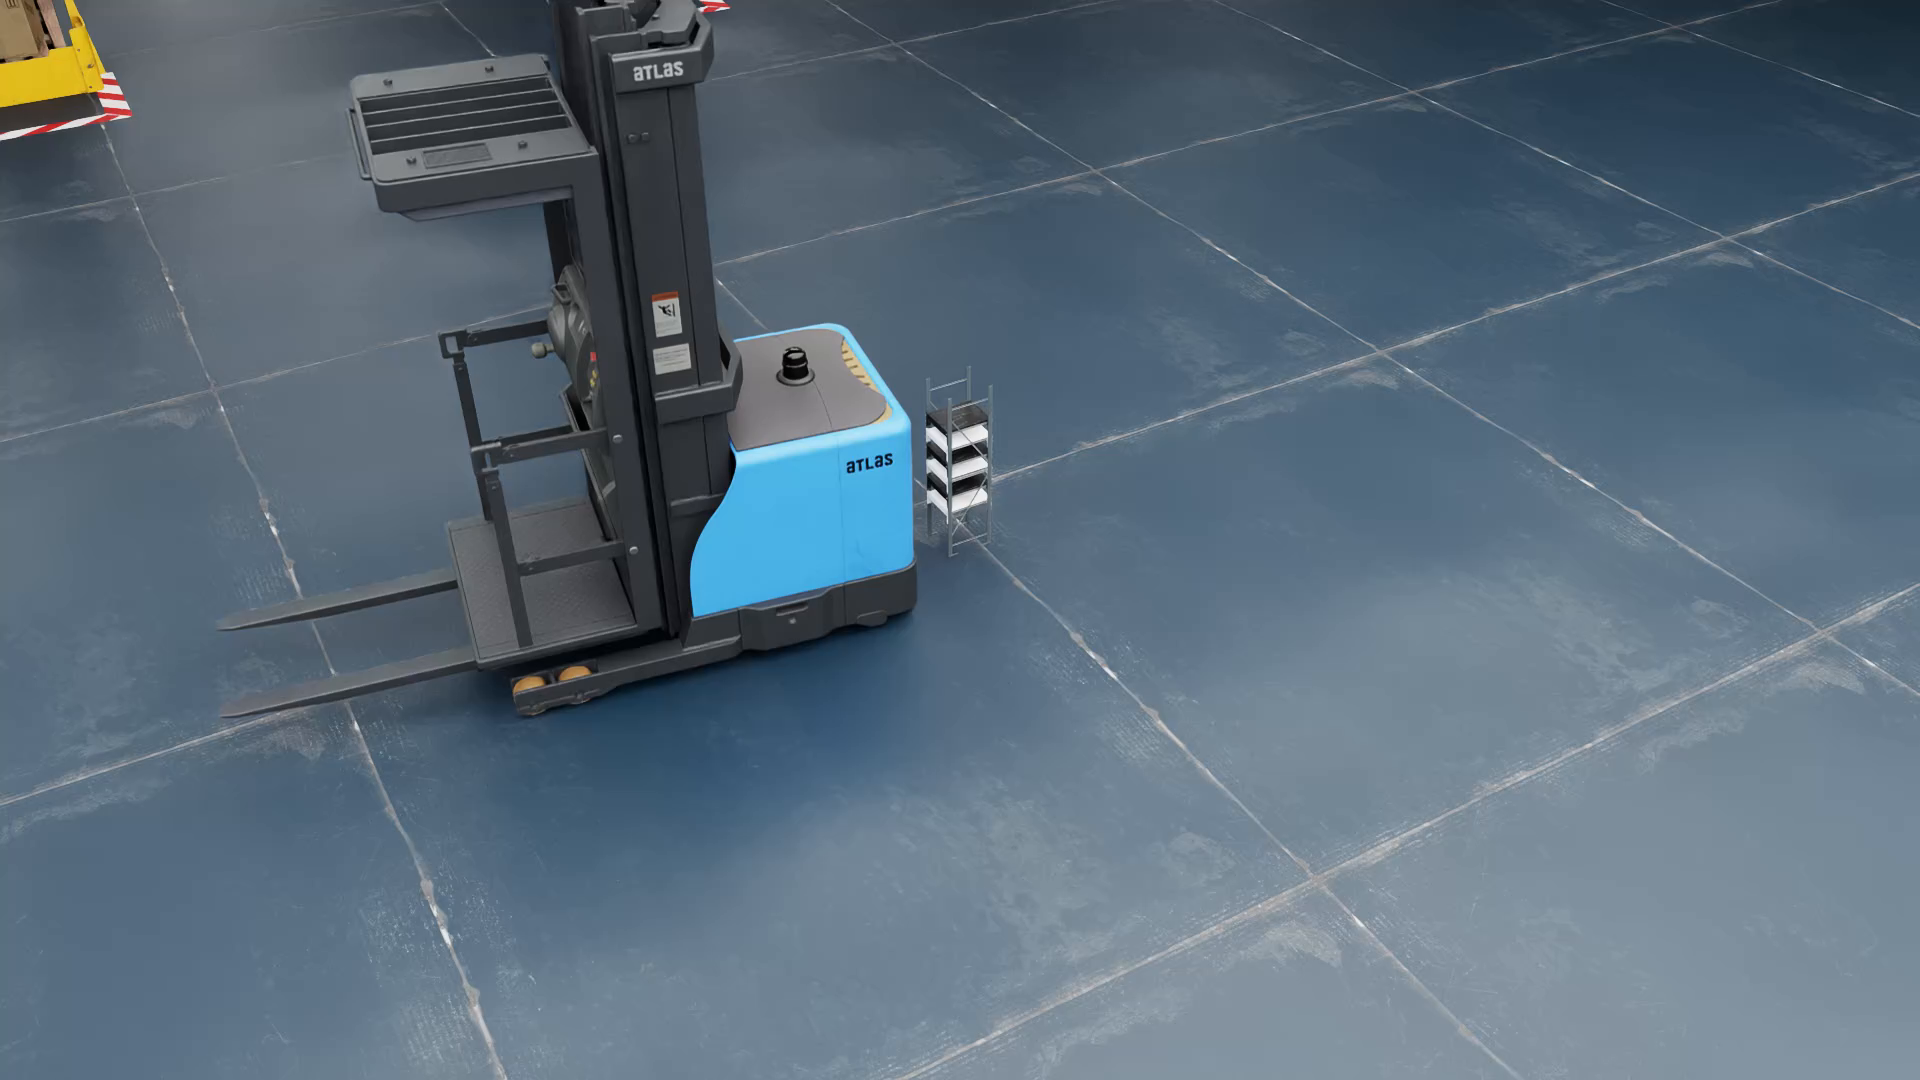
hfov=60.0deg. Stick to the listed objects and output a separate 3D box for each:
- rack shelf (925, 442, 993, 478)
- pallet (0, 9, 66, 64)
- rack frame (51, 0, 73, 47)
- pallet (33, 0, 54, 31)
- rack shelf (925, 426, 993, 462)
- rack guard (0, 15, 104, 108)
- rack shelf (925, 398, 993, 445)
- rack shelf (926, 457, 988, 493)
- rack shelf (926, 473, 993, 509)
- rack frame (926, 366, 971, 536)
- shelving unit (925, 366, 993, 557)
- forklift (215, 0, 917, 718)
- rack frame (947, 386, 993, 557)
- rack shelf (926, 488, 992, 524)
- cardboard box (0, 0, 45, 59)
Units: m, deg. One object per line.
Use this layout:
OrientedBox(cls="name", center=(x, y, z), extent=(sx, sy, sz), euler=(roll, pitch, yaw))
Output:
OrientedBox(cls="rack shelf", center=(-0.004, -0.413, 7.957), extent=(0.258, 0.077, 0.200), euler=(-19, 40, -24))
OrientedBox(cls="pallet", center=(-7.706, -3.972, 13.510), extent=(1.003, 0.211, 1.213), euler=(-19, 40, -24))
OrientedBox(cls="rack frame", center=(-7.291, -4.635, 12.053), extent=(1.000, 3.000, 0.127), euler=(-19, 40, -24))
OrientedBox(cls="pallet", center=(-8.315, -4.594, 14.361), extent=(1.003, 0.211, 1.213), euler=(-19, 40, -24))
OrientedBox(cls="rack shelf", center=(-0.004, -0.486, 7.904), extent=(0.258, 0.077, 0.200), euler=(-19, 40, -24))
OrientedBox(cls="rack guard", center=(-7.329, -3.664, 12.843), extent=(1.175, 0.500, 0.348), euler=(-19, 40, -24))
OrientedBox(cls="rack shelf", center=(-0.004, -0.559, 7.851), extent=(0.258, 0.077, 0.200), euler=(-19, 40, -24))
OrientedBox(cls="rack shelf", center=(-0.004, -0.341, 8.010), extent=(0.258, 0.077, 0.200), euler=(-19, 40, -24))
OrientedBox(cls="rack shelf", center=(-0.004, -0.268, 8.063), extent=(0.258, 0.077, 0.200), euler=(-19, 40, -24))
OrientedBox(cls="rack frame", center=(-0.055, -0.419, 8.061), extent=(0.240, 0.900, 0.006), euler=(-19, 40, -24))
OrientedBox(cls="shelving unit", center=(-0.004, -0.368, 7.990), extent=(0.258, 0.900, 0.210), euler=(-19, 40, -24))
OrientedBox(cls="forklift", center=(-1.769, -0.779, 6.832), extent=(3.031, 2.935, 1.130), euler=(-13, 38, -17))
OrientedBox(cls="rack frame", center=(0.047, -0.316, 7.919), extent=(0.240, 0.900, 0.006), euler=(-19, 40, -24))
OrientedBox(cls="rack shelf", center=(-0.004, -0.195, 8.116), extent=(0.258, 0.077, 0.200), euler=(-19, 40, -24))
OrientedBox(cls="cardboard box", center=(-7.590, -4.118, 13.109), extent=(0.500, 0.500, 0.500), euler=(-12, 38, -16))
